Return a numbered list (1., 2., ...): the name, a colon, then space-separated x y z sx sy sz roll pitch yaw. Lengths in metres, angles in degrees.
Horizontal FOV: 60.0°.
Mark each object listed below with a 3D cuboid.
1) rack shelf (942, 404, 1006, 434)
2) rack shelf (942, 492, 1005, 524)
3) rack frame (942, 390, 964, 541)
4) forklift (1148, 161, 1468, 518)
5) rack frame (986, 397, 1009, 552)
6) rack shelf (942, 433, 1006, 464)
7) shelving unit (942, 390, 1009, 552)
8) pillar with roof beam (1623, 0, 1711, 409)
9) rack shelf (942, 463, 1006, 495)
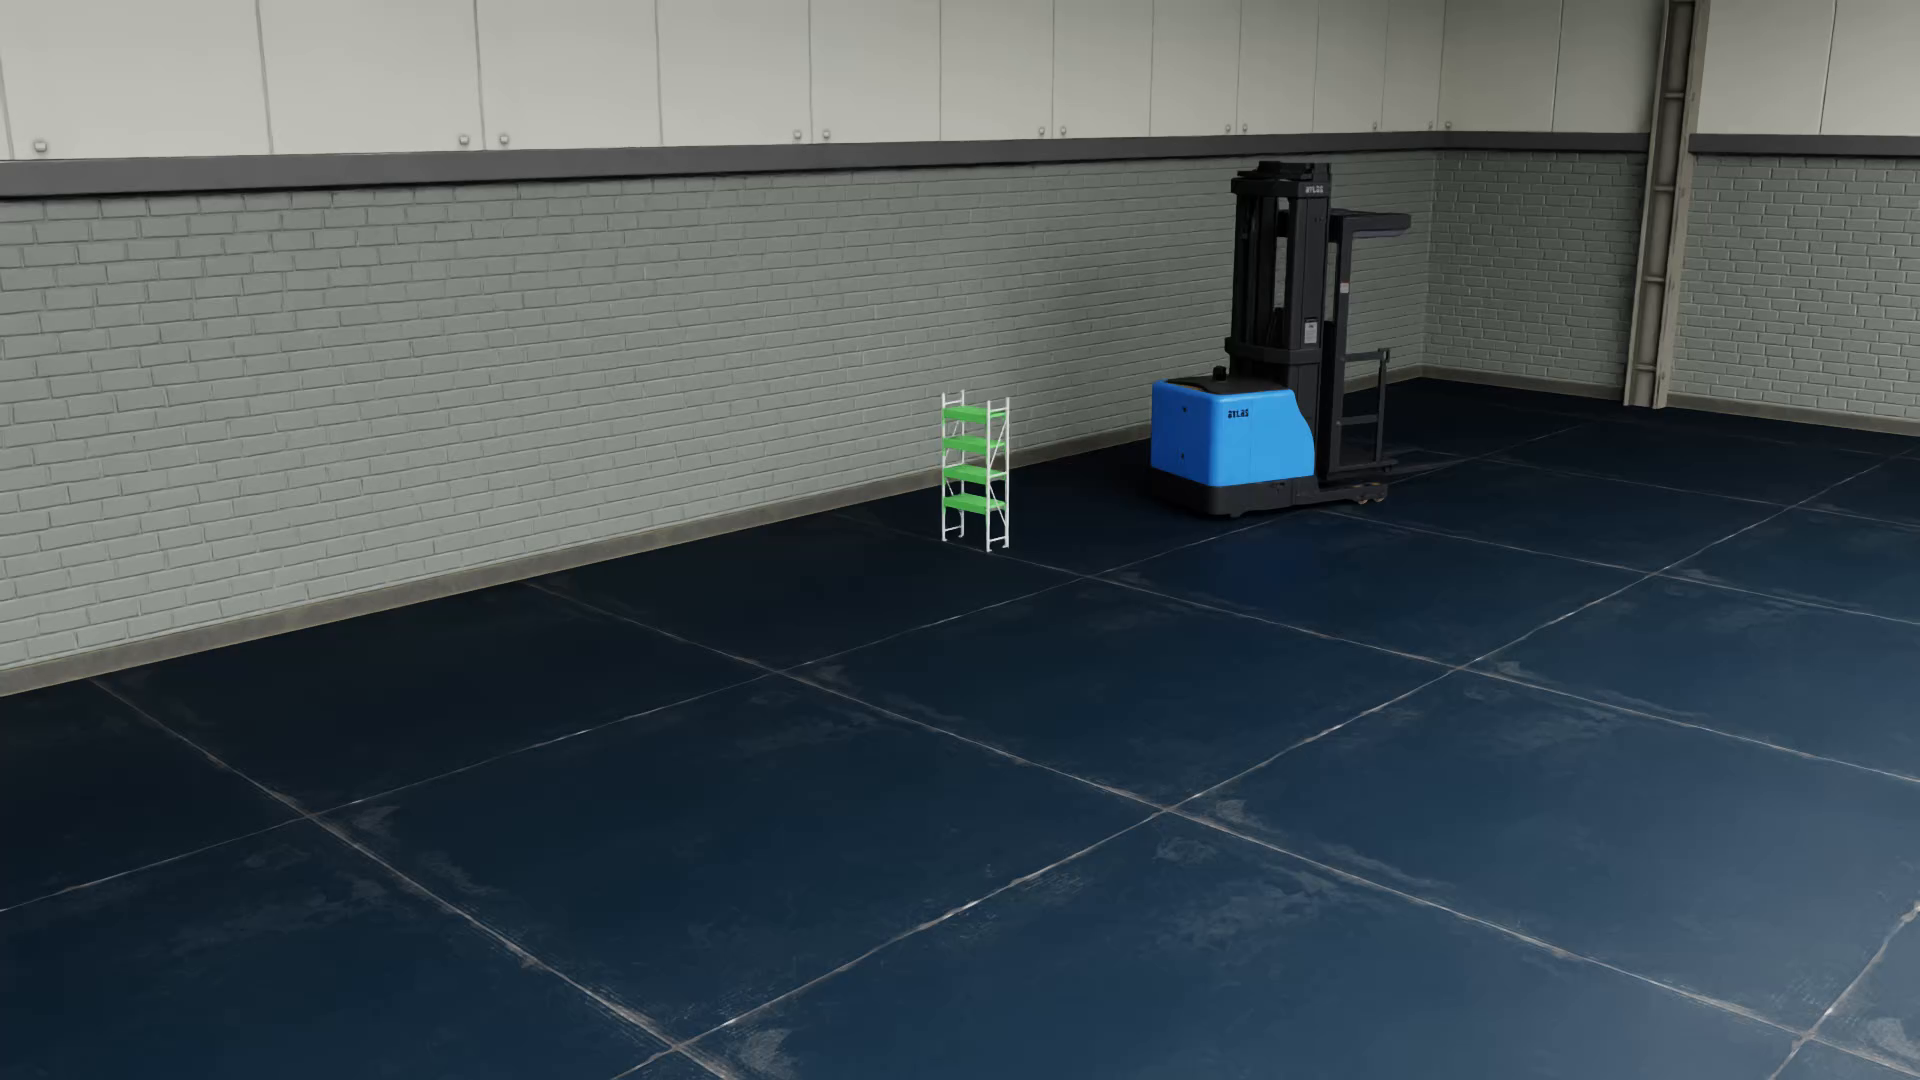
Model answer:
1. rack shelf: 0.119 -0.954 13.065 0.480 0.148 0.258 14 20 42
2. rack shelf: 0.119 -0.258 13.246 0.480 0.148 0.258 14 20 42
3. rack frame: -0.057 -0.594 13.333 0.015 1.200 0.240 14 20 42
4. forklift: 3.214 -1.844 14.696 3.031 2.935 1.130 -8 16 -27
5. rack frame: 0.295 -0.509 13.006 0.015 1.200 0.240 14 20 42
6. rack shelf: 0.119 -0.722 13.125 0.480 0.148 0.258 14 20 42
7. shelving unit: 0.119 -0.552 13.170 0.503 1.200 0.258 14 20 42
8. pillar with roof beam: 5.032 -5.147 15.339 0.400 9.000 9.100 14 20 42
9. rack shelf: 0.119 -0.490 13.186 0.480 0.148 0.258 14 20 42
